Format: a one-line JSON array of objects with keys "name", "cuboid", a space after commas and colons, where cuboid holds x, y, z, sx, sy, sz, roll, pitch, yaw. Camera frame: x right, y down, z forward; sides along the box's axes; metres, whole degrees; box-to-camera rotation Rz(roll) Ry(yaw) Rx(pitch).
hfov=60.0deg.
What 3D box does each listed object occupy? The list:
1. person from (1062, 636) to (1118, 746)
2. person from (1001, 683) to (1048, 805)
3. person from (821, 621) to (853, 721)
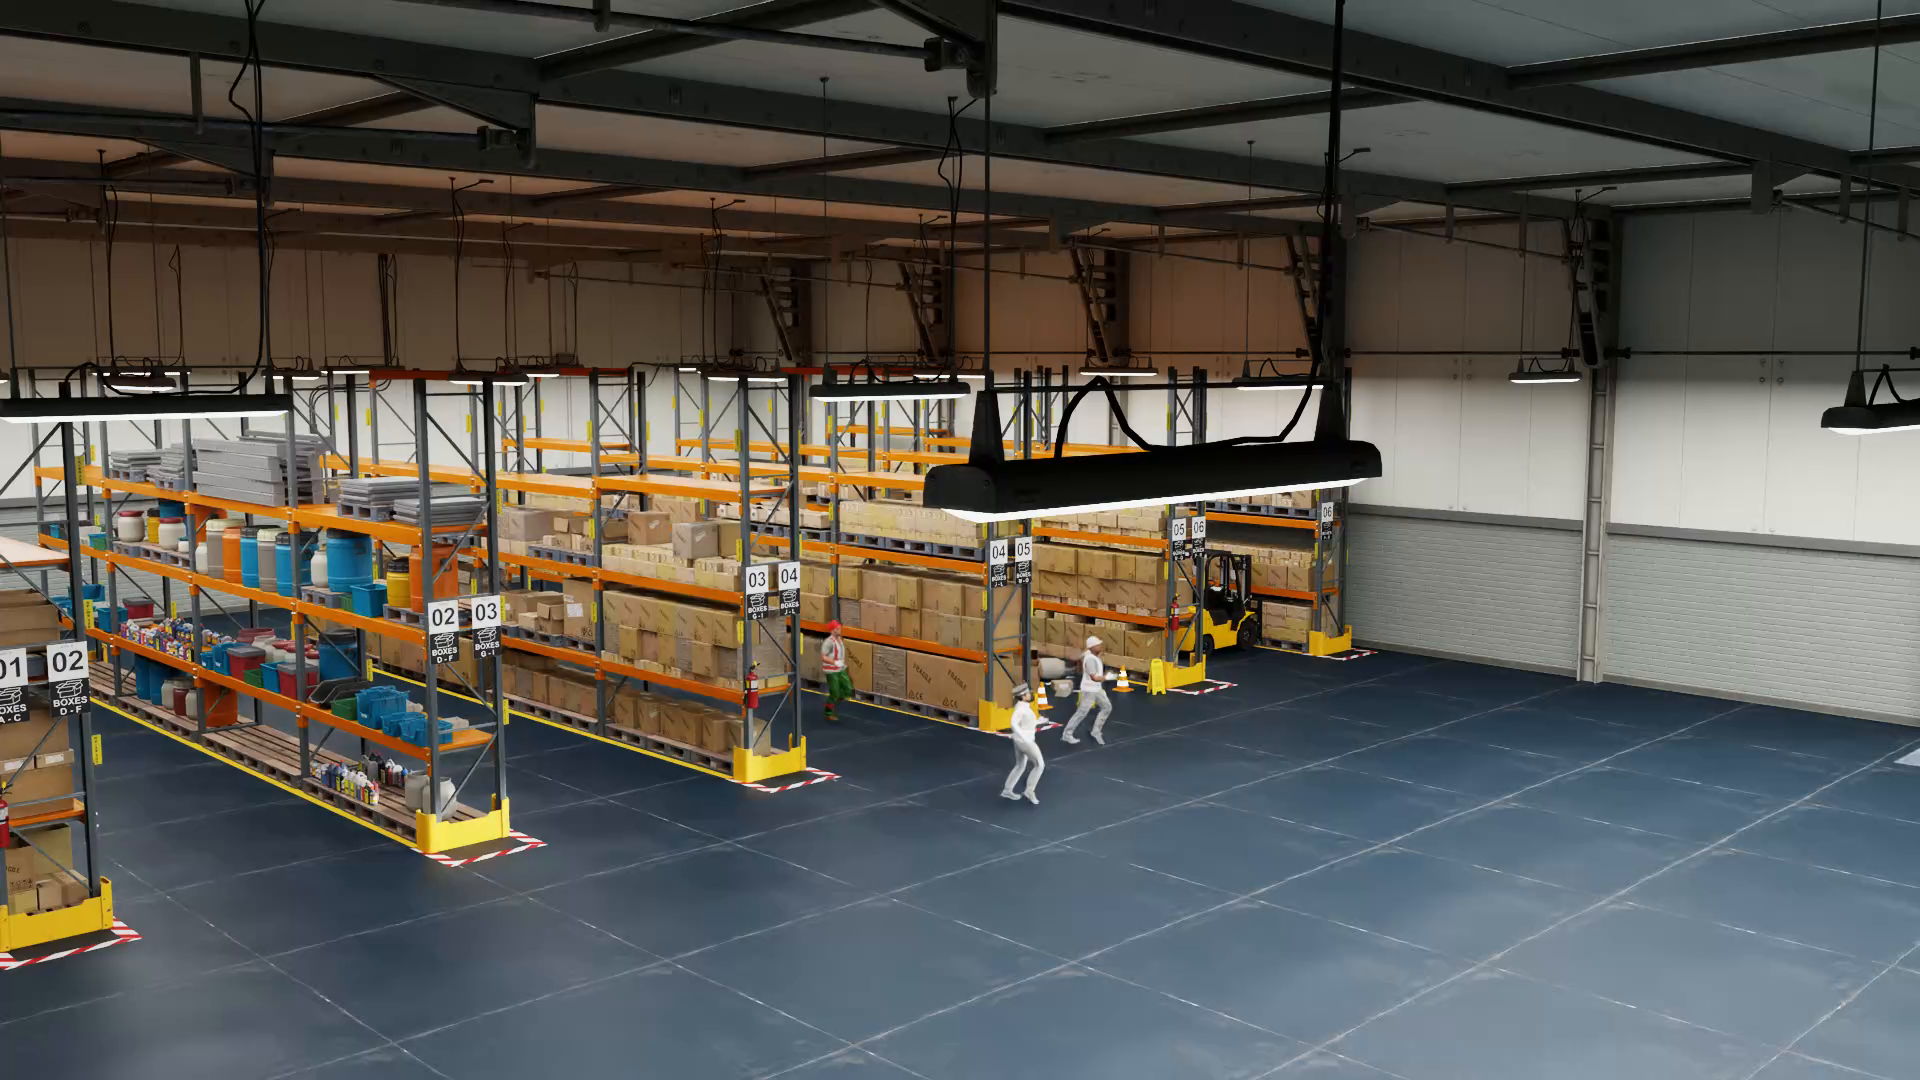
[{"name": "person", "cuboid": [2.103, 2.432, 26.744, 0.897, 1.801, 0.697, 1, 7, 13]}, {"name": "person", "cuboid": [0.925, 2.866, 23.352, 0.665, 1.739, 0.592, -1, 7, -10]}, {"name": "person", "cuboid": [-2.103, 2.246, 28.459, 0.578, 1.744, 0.659, 4, 7, 29]}]
